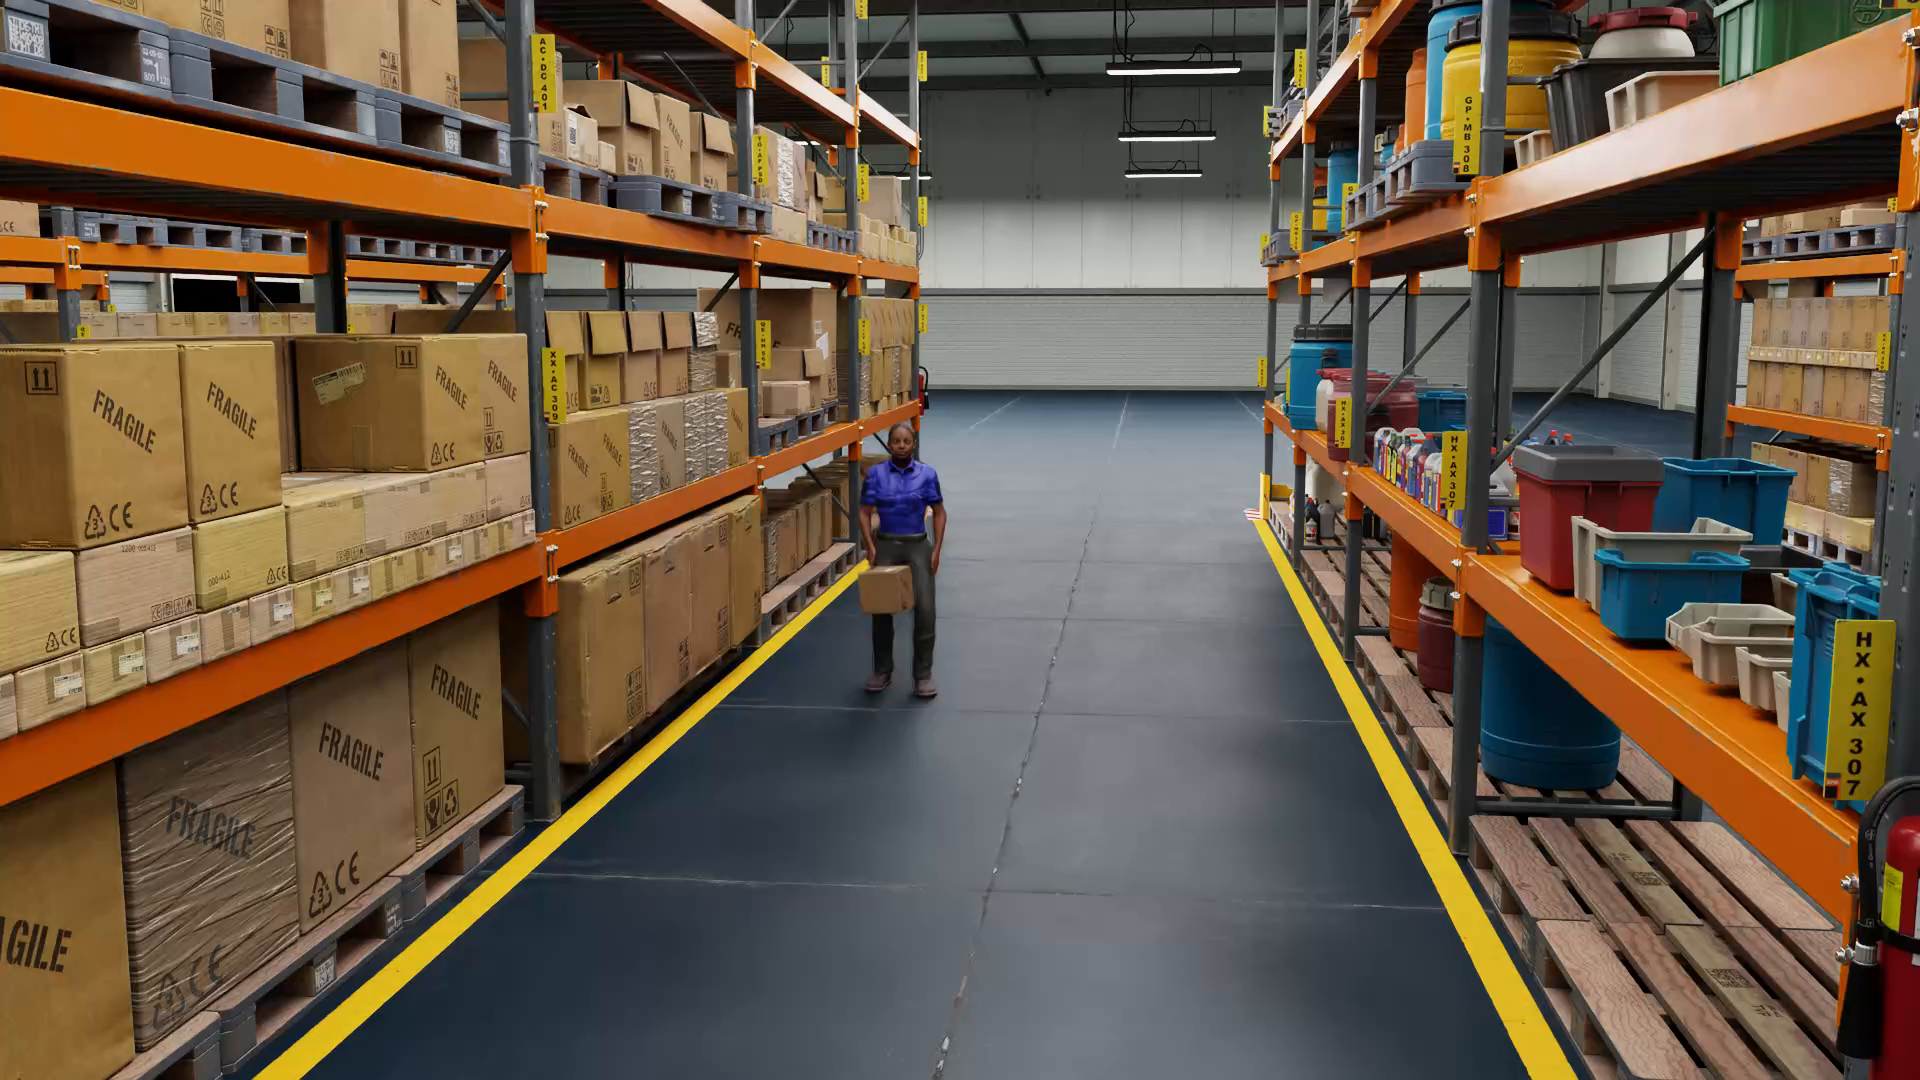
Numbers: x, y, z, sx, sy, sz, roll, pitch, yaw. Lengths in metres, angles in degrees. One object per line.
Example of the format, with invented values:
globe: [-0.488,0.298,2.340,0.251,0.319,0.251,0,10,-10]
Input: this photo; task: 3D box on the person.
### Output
person: [-0.351,0.108,10.057,0.539,1.651,0.480,0,8,-1]
